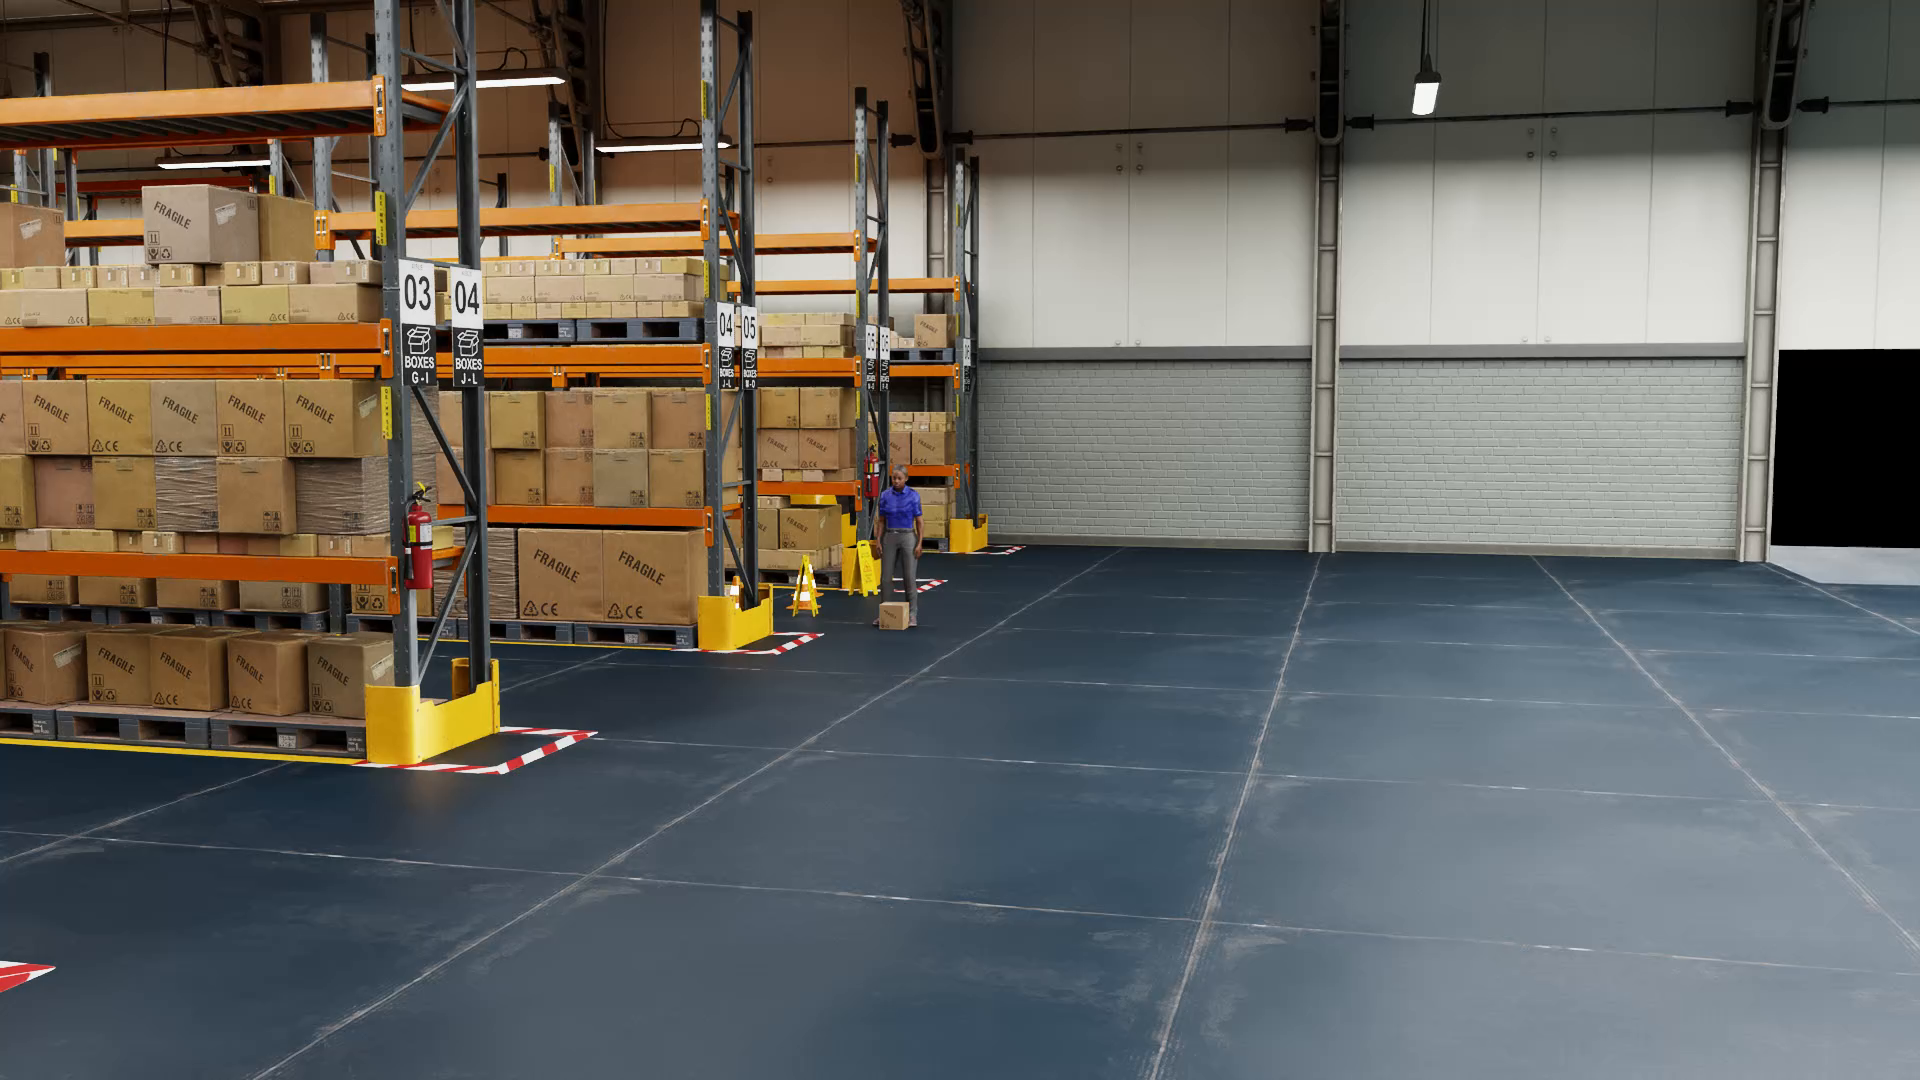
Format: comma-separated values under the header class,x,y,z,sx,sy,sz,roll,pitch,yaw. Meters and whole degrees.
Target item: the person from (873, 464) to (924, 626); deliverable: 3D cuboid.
class,x,y,z,sx,sy,sz,roll,pitch,yaw
person,-0.624,0.049,17.013,0.505,1.655,0.347,1,5,14
